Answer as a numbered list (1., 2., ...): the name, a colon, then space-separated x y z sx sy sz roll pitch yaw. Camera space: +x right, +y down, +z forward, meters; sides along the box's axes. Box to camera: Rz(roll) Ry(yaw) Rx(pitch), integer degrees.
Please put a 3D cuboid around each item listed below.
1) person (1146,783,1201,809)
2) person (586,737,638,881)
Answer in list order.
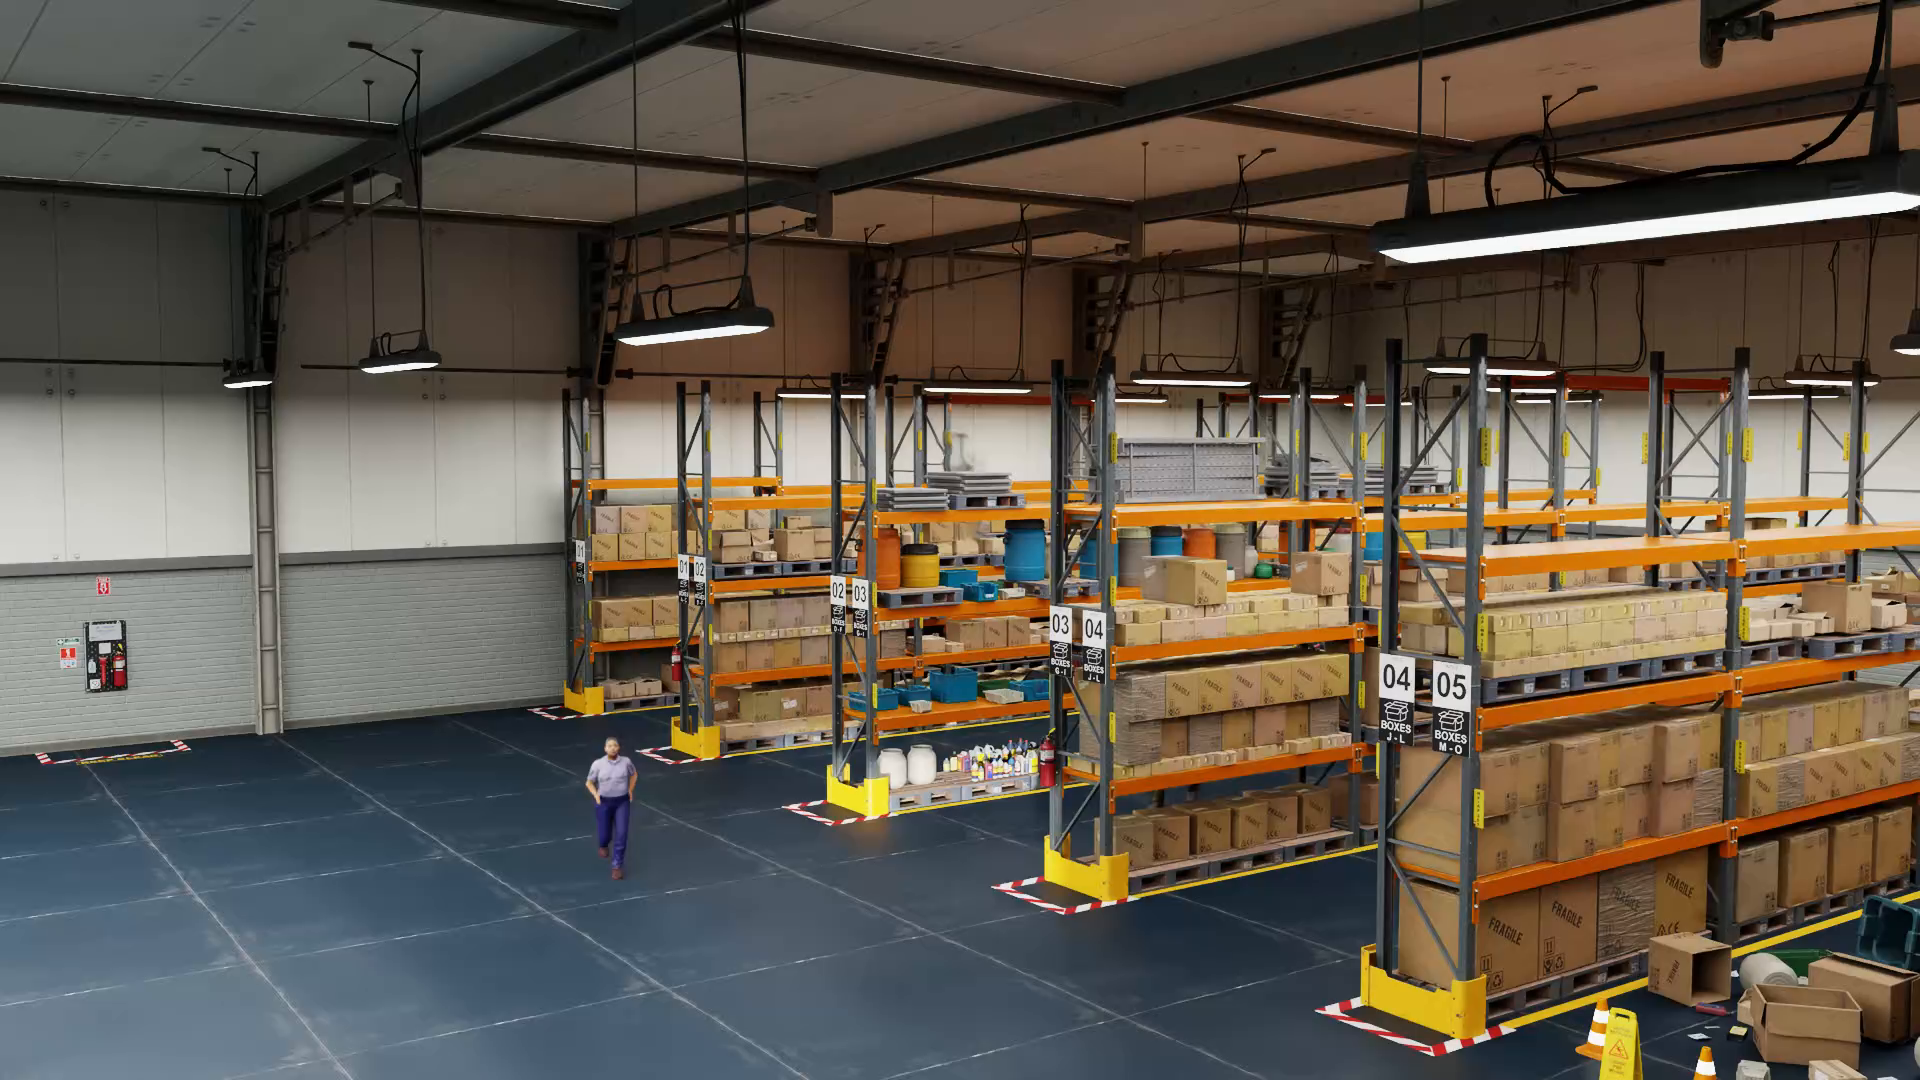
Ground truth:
1. person: 2.903 2.794 22.724 0.708 1.754 1.061 3 5 43
2. person: -4.073 3.114 19.520 0.608 1.628 0.759 -1 4 -19
